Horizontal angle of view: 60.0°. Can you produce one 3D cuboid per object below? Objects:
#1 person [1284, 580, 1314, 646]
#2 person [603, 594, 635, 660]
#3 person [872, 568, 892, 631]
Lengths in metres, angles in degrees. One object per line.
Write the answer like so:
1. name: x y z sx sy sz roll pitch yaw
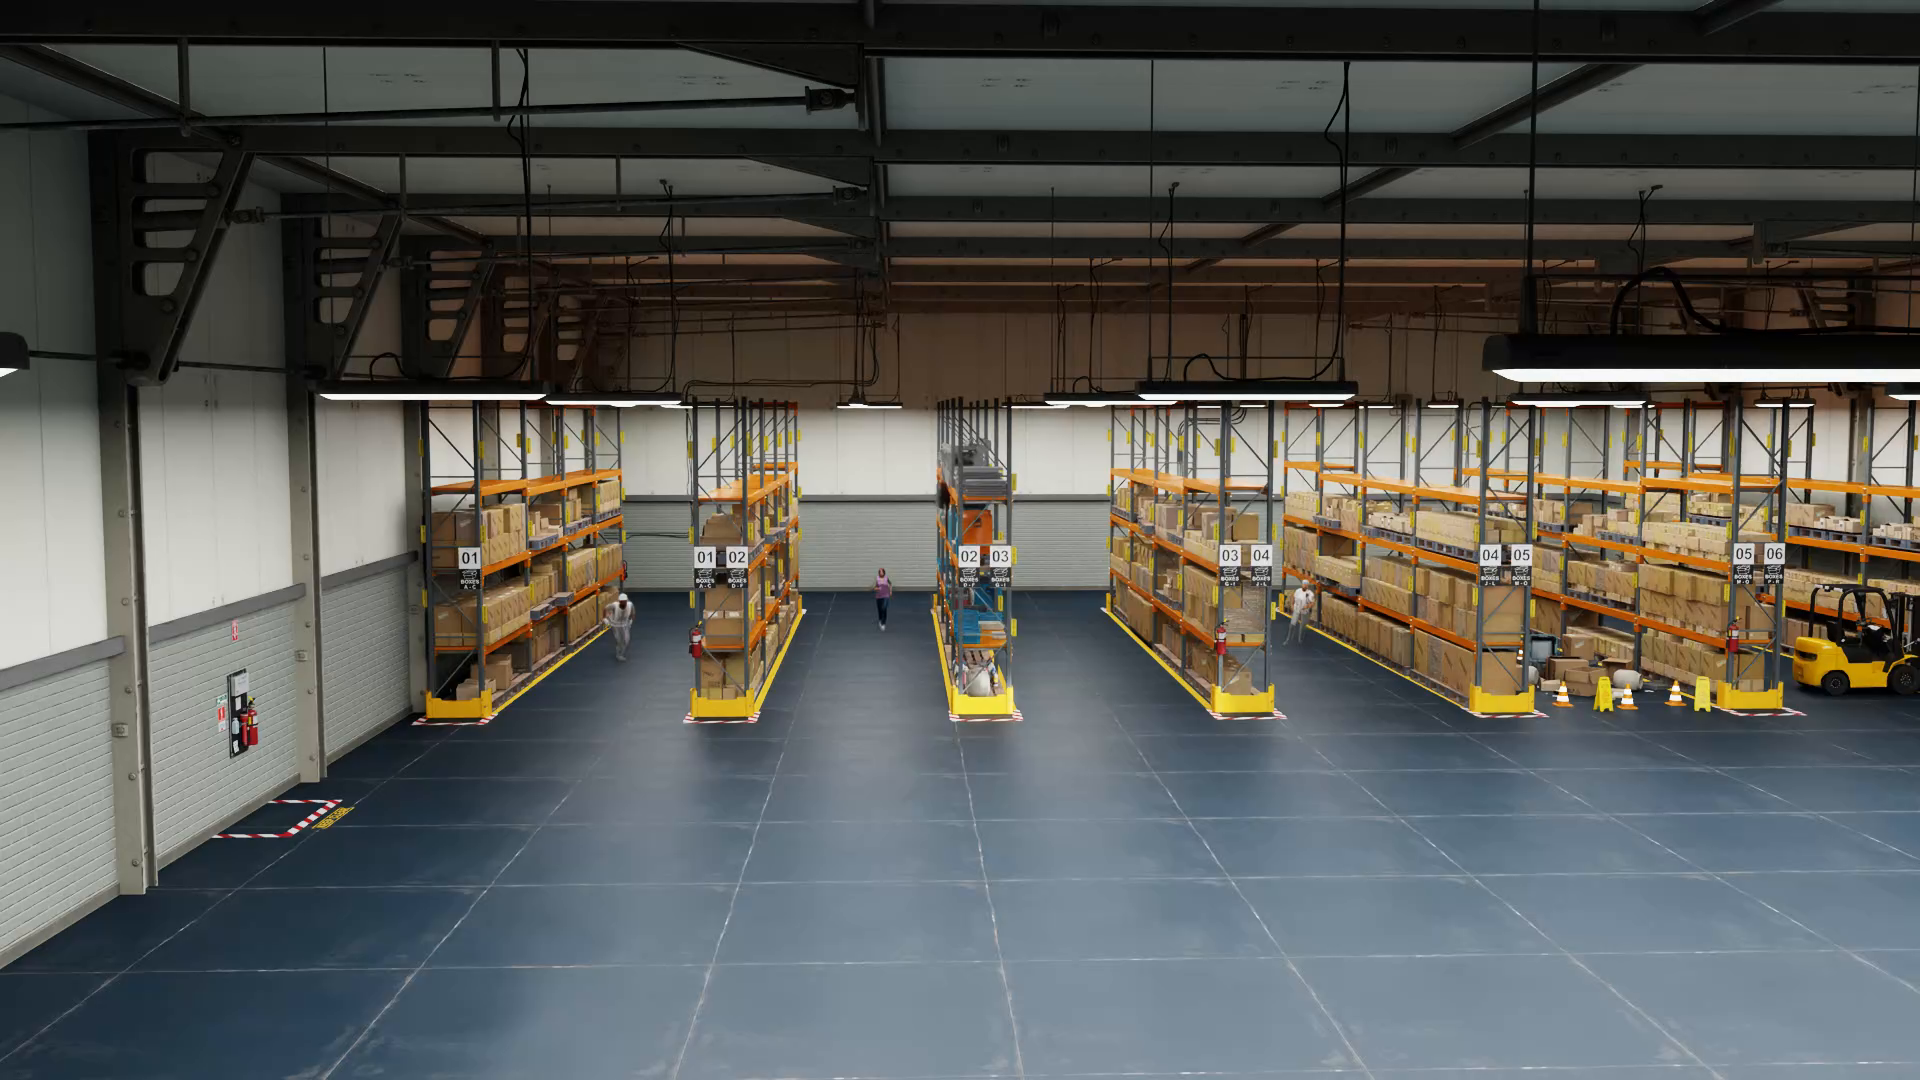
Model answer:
1. person: 8.299 1.769 40.547 0.696 1.618 0.779 2 5 22
2. person: -7.812 1.992 38.101 0.719 1.587 0.850 -2 5 -22
3. person: -2.051 1.534 43.669 0.506 1.626 0.824 0 4 2
